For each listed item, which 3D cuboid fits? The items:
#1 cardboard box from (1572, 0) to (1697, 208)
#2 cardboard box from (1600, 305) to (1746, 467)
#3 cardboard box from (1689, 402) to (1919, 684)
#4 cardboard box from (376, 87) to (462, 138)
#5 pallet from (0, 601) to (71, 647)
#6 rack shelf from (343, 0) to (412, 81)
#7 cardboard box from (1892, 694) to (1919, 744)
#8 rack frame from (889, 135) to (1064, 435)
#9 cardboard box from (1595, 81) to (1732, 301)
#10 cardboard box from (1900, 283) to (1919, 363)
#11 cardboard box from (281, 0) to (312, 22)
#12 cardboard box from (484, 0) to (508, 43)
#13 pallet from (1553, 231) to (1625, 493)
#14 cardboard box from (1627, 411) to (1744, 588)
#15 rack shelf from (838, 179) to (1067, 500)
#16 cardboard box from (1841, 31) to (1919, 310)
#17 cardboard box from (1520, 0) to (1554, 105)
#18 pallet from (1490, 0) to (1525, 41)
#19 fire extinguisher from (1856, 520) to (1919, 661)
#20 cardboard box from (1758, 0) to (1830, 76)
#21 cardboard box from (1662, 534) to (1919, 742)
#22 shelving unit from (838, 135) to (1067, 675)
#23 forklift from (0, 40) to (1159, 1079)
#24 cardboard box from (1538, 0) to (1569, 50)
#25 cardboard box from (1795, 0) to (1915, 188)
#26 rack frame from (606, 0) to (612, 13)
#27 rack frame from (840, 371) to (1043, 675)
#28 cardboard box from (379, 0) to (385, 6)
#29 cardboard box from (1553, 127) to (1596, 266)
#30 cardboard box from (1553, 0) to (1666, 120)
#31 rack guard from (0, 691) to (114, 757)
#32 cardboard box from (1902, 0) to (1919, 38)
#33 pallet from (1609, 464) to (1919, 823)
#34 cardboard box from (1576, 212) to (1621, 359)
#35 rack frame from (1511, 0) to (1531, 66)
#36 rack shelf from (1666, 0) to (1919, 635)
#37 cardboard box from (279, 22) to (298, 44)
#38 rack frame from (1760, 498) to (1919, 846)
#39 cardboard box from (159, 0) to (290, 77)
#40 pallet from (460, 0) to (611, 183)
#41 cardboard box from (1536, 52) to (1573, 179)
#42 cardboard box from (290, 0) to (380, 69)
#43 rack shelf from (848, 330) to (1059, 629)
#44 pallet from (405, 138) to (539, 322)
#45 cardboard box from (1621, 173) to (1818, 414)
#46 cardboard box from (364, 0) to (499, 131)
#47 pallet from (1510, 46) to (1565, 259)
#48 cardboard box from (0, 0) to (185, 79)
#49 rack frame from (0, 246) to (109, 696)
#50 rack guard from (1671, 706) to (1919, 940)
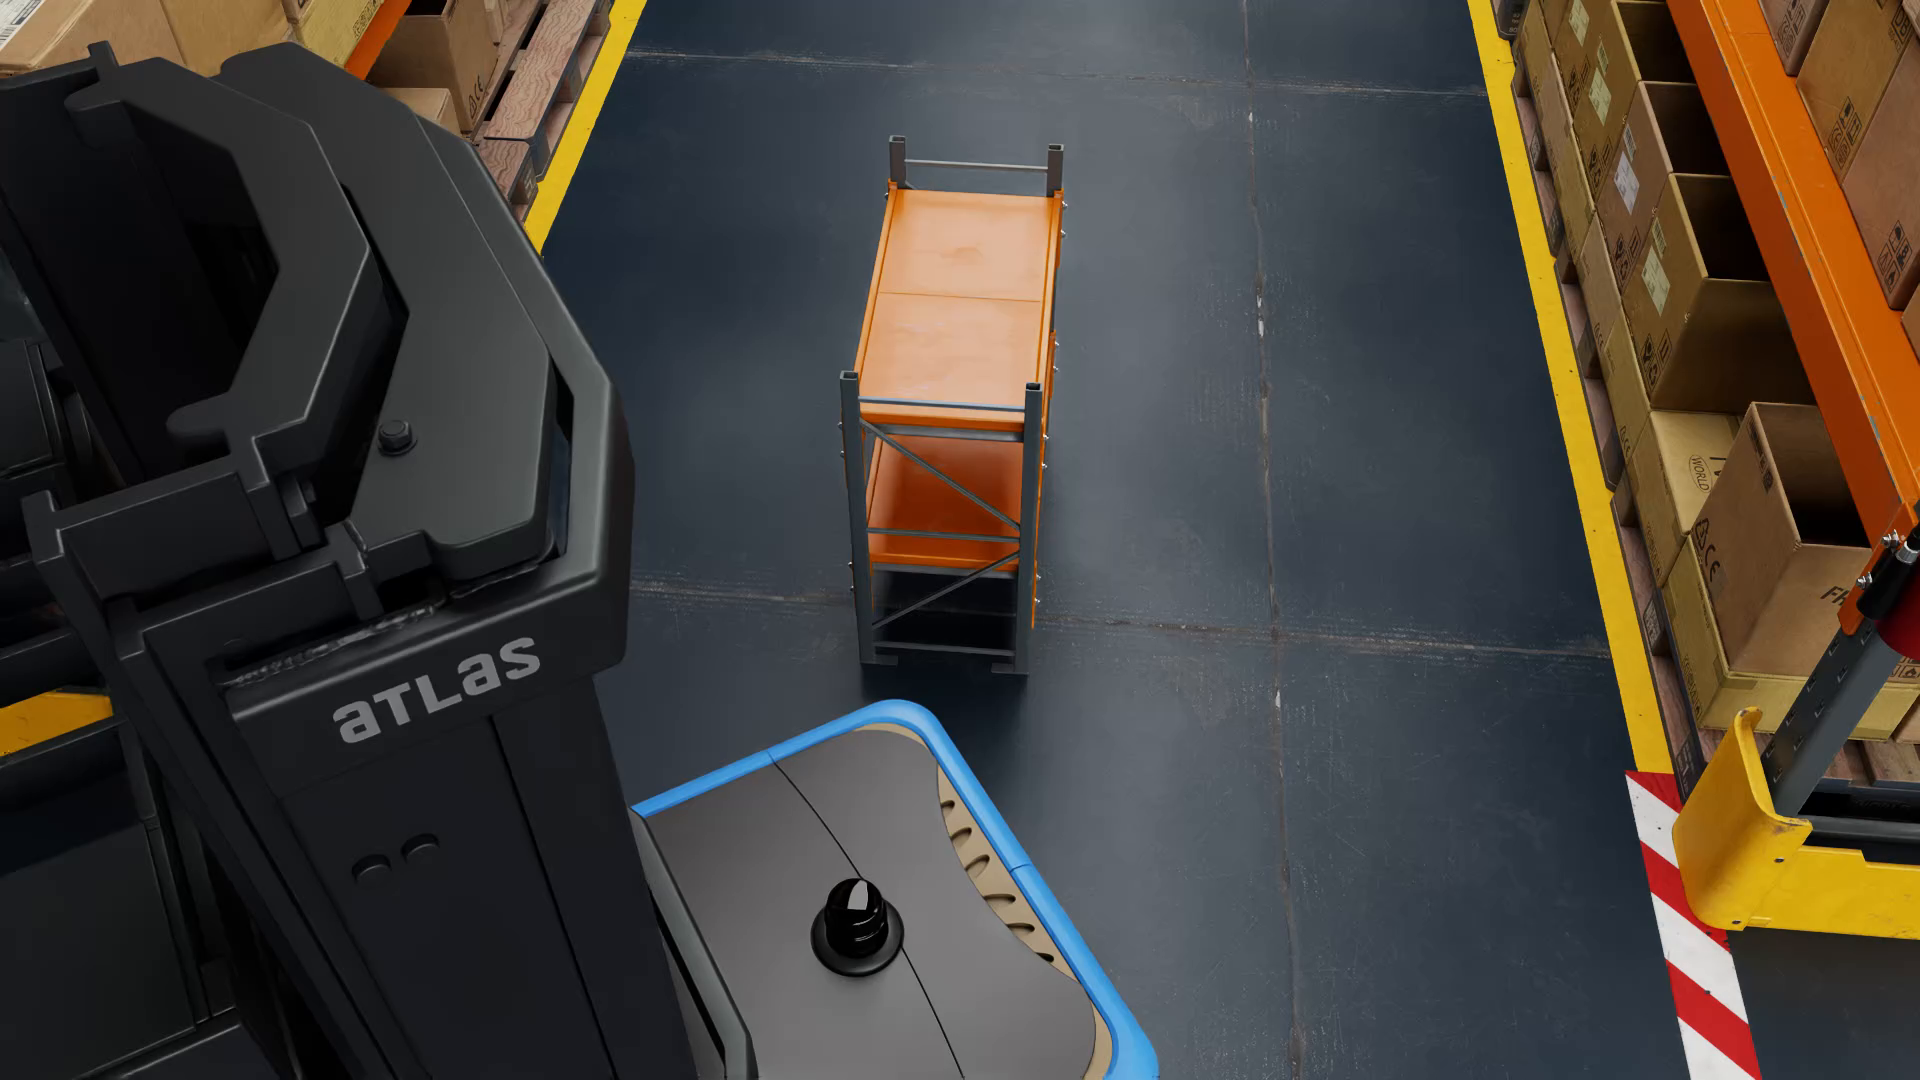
[{"bbox_3d":[2.428,-1.463,5.626,0.500,0.500,0.500,4,48,4],"label":"cardboard box"},{"bbox_3d":[2.341,-0.475,5.230,0.500,0.250,0.500,4,48,4],"label":"cardboard box"},{"bbox_3d":[2.262,0.008,4.281,0.500,0.500,0.500,4,48,4],"label":"cardboard box"},{"bbox_3d":[-2.103,-1.203,5.714,0.700,0.500,0.500,1,48,1],"label":"cardboard box"},{"bbox_3d":[-2.308,-0.151,5.245,1.003,0.211,1.213,4,48,4],"label":"pallet"},{"bbox_3d":[-2.242,-1.668,5.231,1.077,0.370,4.000,4,48,4],"label":"rack shelf"},{"bbox_3d":[2.779,0.296,4.525,0.500,0.250,0.500,4,48,4],"label":"cardboard box"},{"bbox_3d":[0.047,-0.758,5.181,0.500,1.125,0.032,4,48,4],"label":"rack frame"},{"bbox_3d":[2.385,-1.095,5.289,0.500,0.500,0.500,4,48,4],"label":"cardboard box"},{"bbox_3d":[2.564,-0.487,3.595,0.700,0.500,0.500,4,48,4],"label":"cardboard box"},{"bbox_3d":[-1.973,-1.723,4.373,0.500,0.500,0.500,2,48,2],"label":"cardboard box"},{"bbox_3d":[-2.079,-2.178,6.831,0.380,0.166,0.250,-2,48,-2],"label":"cardboard box"},{"bbox_3d":[2.651,-0.629,5.682,1.003,0.211,1.213,4,48,4],"label":"pallet"},{"bbox_3d":[2.297,-0.107,4.894,0.500,0.250,0.500,4,48,4],"label":"cardboard box"},{"bbox_3d":[0.001,-0.582,4.623,0.538,0.278,1.000,4,48,4],"label":"rack shelf"},{"bbox_3d":[2.607,-0.873,3.948,0.700,0.500,0.500,5,48,5],"label":"cardboard box"},{"bbox_3d":[2.529,-1.944,6.574,0.500,0.250,0.500,4,48,4],"label":"cardboard box"},{"bbox_3d":[2.902,-2.653,7.534,1.003,0.211,1.213,4,48,4],"label":"pallet"},{"bbox_3d":[2.036,-0.029,3.297,0.296,0.674,0.183,4,48,4],"label":"fire extinguisher"},{"bbox_3d":[2.703,-1.625,4.636,0.700,0.500,0.500,5,48,5],"label":"cardboard box"},{"bbox_3d":[2.264,0.261,4.557,0.500,0.250,0.500,4,48,4],"label":"cardboard box"},{"bbox_3d":[0.001,-0.385,4.839,0.538,1.125,1.048,4,48,4],"label":"shelving unit"},{"bbox_3d":[-1.171,0.881,2.458,3.031,2.935,1.130,-22,51,-19],"label":"forklift"},{"bbox_3d":[2.519,-2.198,6.298,0.500,0.500,0.500,4,48,4],"label":"cardboard box"},{"bbox_3d":[2.658,-1.238,4.282,0.700,0.500,0.500,4,48,4],"label":"cardboard box"},{"bbox_3d":[-2.060,-3.381,6.309,1.000,3.000,0.127,4,48,4],"label":"rack frame"},{"bbox_3d":[-0.046,-0.011,4.498,0.500,1.125,0.032,4,48,4],"label":"rack frame"},{"bbox_3d":[-1.930,-1.863,5.009,0.500,0.250,0.500,4,48,4],"label":"cardboard box"},{"bbox_3d":[2.428,-1.210,5.902,0.500,0.250,0.500,4,48,4],"label":"cardboard box"},{"bbox_3d":[2.482,-1.830,5.961,0.500,0.500,0.500,4,48,4],"label":"cardboard box"},{"bbox_3d":[-2.418,0.346,4.594,1.175,0.500,0.348,4,48,4],"label":"rack guard"},{"bbox_3d":[2.425,-1.222,3.828,0.380,0.149,0.250,4,48,4],"label":"cardboard box"},{"bbox_3d":[2.537,0.265,4.864,1.003,0.211,1.213,4,48,4],"label":"pallet"},{"bbox_3d":[2.388,-0.842,5.566,0.500,0.250,0.500,4,48,4],"label":"cardboard box"},{"bbox_3d":[2.874,-3.050,6.007,1.000,3.000,0.127,4,48,4],"label":"rack frame"},{"bbox_3d":[2.691,-1.338,4.928,1.077,0.370,4.000,4,48,4],"label":"rack shelf"},{"bbox_3d":[-2.031,-1.117,4.327,0.500,0.250,0.500,3,48,2],"label":"cardboard box"},{"bbox_3d":[2.509,-0.111,3.319,1.000,3.000,0.127,4,48,4],"label":"rack frame"},{"bbox_3d":[-2.027,-1.344,4.026,0.500,0.500,0.500,4,48,4],"label":"cardboard box"},{"bbox_3d":[-2.086,-1.944,6.885,1.003,0.211,1.213,4,48,4],"label":"pallet"},{"bbox_3d":[2.479,-1.577,6.238,0.500,0.250,0.500,4,48,4],"label":"cardboard box"},{"bbox_3d":[-1.978,-1.491,4.669,0.500,0.250,0.500,3,48,3],"label":"cardboard box"},{"bbox_3d":[0.001,-0.220,5.020,0.538,0.278,1.000,4,48,4],"label":"rack shelf"},{"bbox_3d":[-2.194,-1.045,6.063,1.003,0.211,1.213,4,48,4],"label":"pallet"},{"bbox_3d":[2.338,-0.728,4.954,0.500,0.500,0.500,4,48,4],"label":"cardboard box"},{"bbox_3d":[-2.115,-1.920,6.369,0.500,0.500,0.500,1,48,1],"label":"cardboard box"},{"bbox_3d":[2.759,-1.528,6.504,1.003,0.211,1.213,4,48,4],"label":"pallet"},{"bbox_3d":[-2.082,-0.981,3.695,0.500,0.500,0.500,4,48,4],"label":"cardboard box"},{"bbox_3d":[-2.424,-0.442,3.621,1.000,3.000,0.127,4,48,4],"label":"rack frame"},{"bbox_3d":[2.507,0.750,4.225,1.175,0.500,0.348,4,48,4],"label":"rack guard"}]
